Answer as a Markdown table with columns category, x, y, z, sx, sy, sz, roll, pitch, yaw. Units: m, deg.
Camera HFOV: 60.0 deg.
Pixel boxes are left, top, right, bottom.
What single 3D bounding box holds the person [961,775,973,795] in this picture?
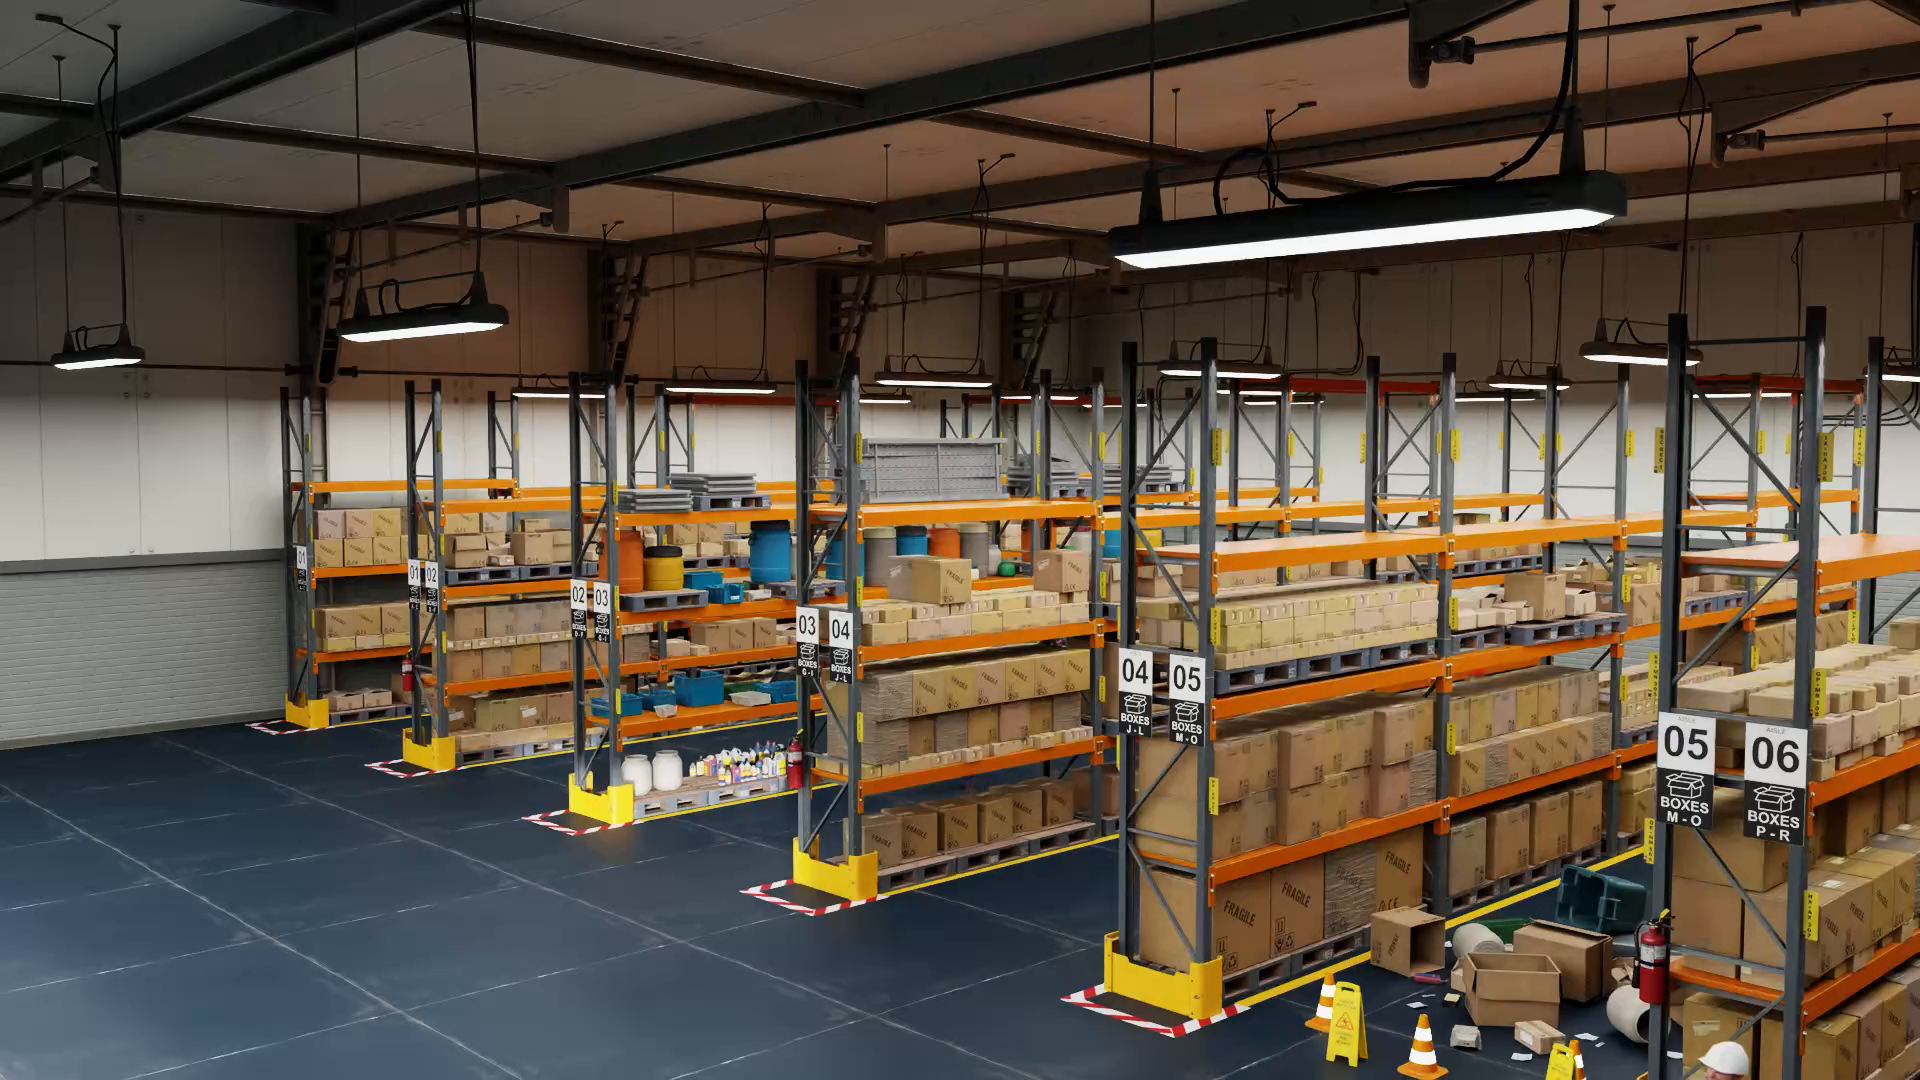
| category | x | y | z | sx | sy | sz | roll | pitch | yaw |
| --- | --- | --- | --- | --- | --- | --- | --- | --- | --- |
| person | -0.030 | 2.815 | 24.028 | 0.596 | 1.629 | 0.762 | 1 | 4 | 14 |

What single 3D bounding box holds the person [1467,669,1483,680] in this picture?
| category | x | y | z | sx | sy | sz | roll | pitch | yaw |
| --- | --- | --- | --- | --- | --- | --- | --- | --- | --- |
| person | 7.850 | 2.734 | 25.178 | 0.581 | 1.694 | 0.773 | -1 | 4 | -18 |

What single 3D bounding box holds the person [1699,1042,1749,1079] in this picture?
| category | x | y | z | sx | sy | sz | roll | pitch | yaw |
| --- | --- | --- | --- | --- | --- | --- | --- | --- | --- |
| person | 4.411 | 3.697 | 9.747 | 0.707 | 1.658 | 0.780 | -3 | 4 | -34 |
